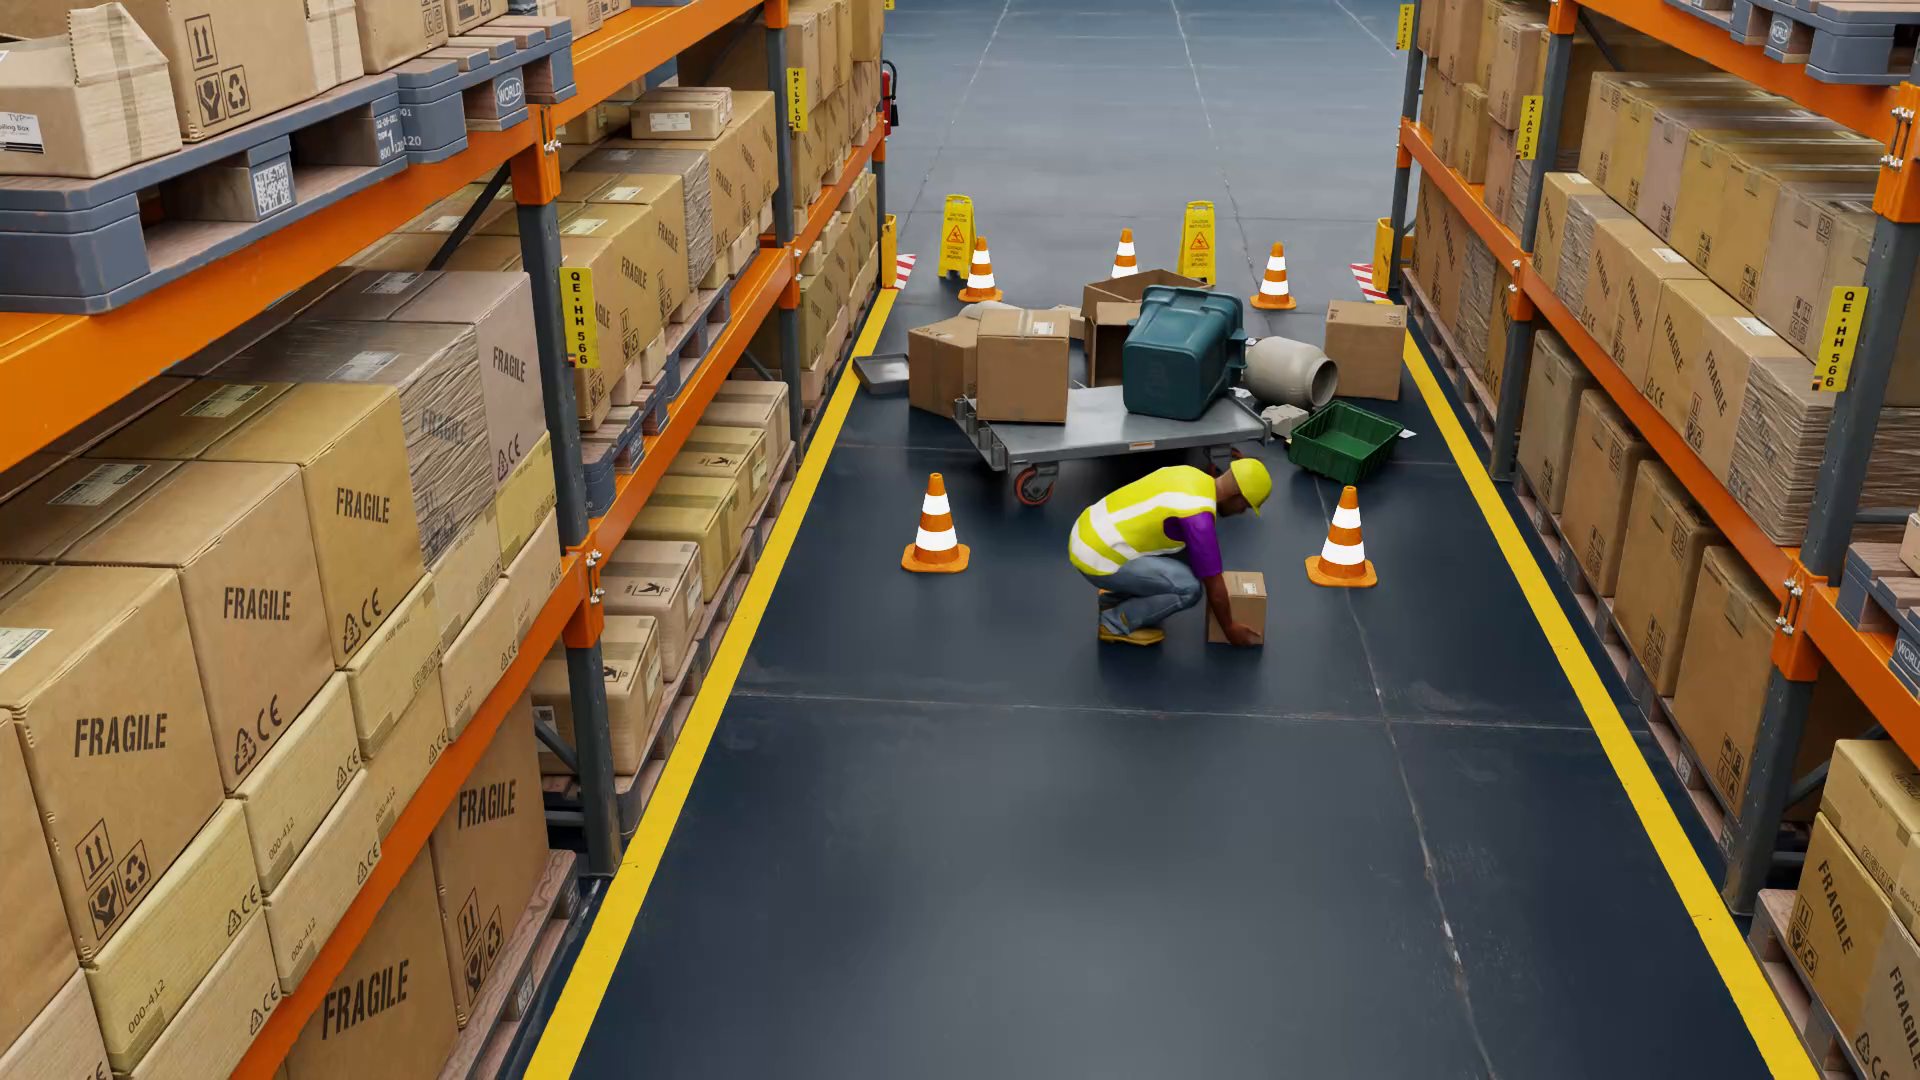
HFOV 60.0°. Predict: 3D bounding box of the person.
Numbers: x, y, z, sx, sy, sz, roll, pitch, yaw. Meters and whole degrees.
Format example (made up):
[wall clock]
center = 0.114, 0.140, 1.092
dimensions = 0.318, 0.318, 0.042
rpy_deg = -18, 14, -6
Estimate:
[person]
center = 0.955, 0.044, 7.659
dimensions = 0.907, 0.892, 0.553
rpy_deg = 2, 24, 4
